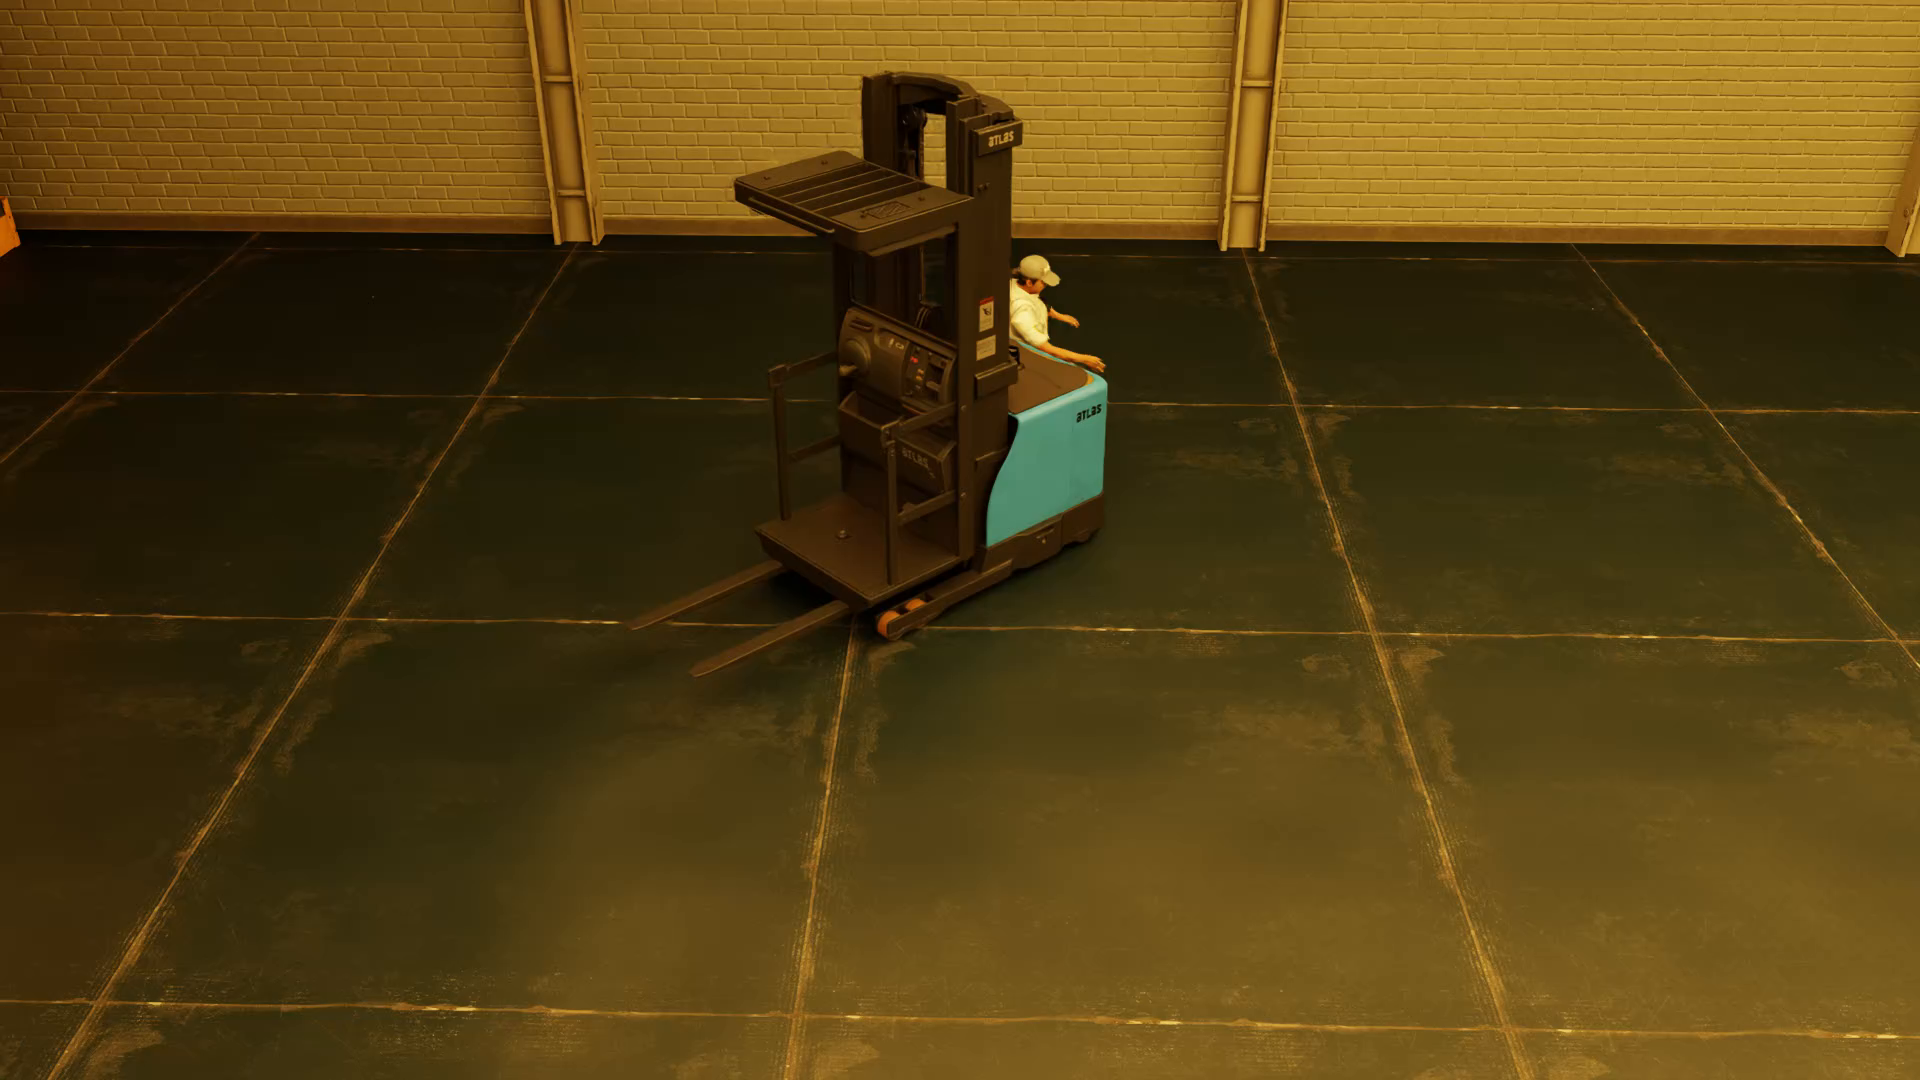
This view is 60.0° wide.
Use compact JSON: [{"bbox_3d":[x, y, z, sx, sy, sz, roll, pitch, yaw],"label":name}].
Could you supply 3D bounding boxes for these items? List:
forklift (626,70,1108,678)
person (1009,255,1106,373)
[{"bbox_3d":[-0.518,-0.986,9.287,3.031,2.935,1.130,-25,39,-36],"label":"forklift"},{"bbox_3d":[0.609,-1.201,11.083,0.702,1.483,0.813,1,31,2],"label":"person"}]
